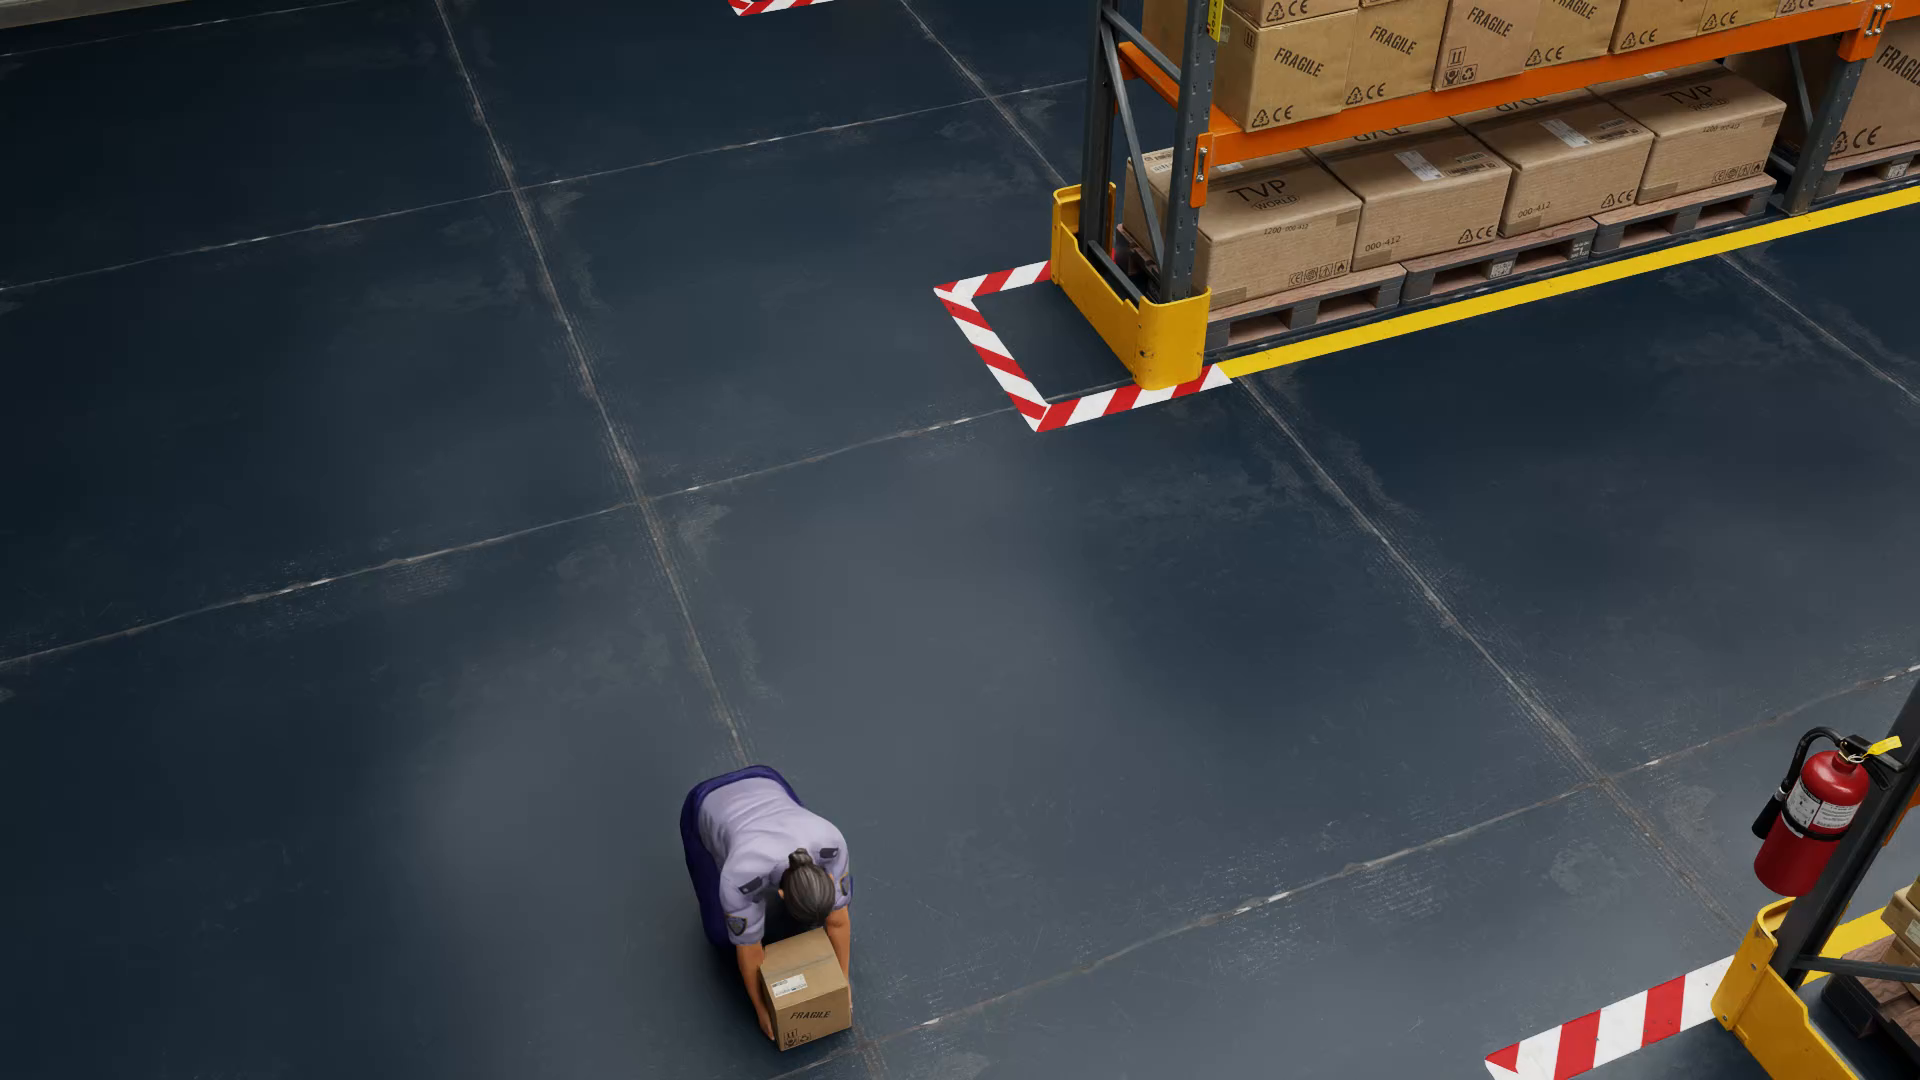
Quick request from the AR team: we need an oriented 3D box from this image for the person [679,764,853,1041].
[{"bbox_3d":[-0.642,1.148,5.639,0.526,0.782,0.847,-16,44,-17],"label":"person"}]
